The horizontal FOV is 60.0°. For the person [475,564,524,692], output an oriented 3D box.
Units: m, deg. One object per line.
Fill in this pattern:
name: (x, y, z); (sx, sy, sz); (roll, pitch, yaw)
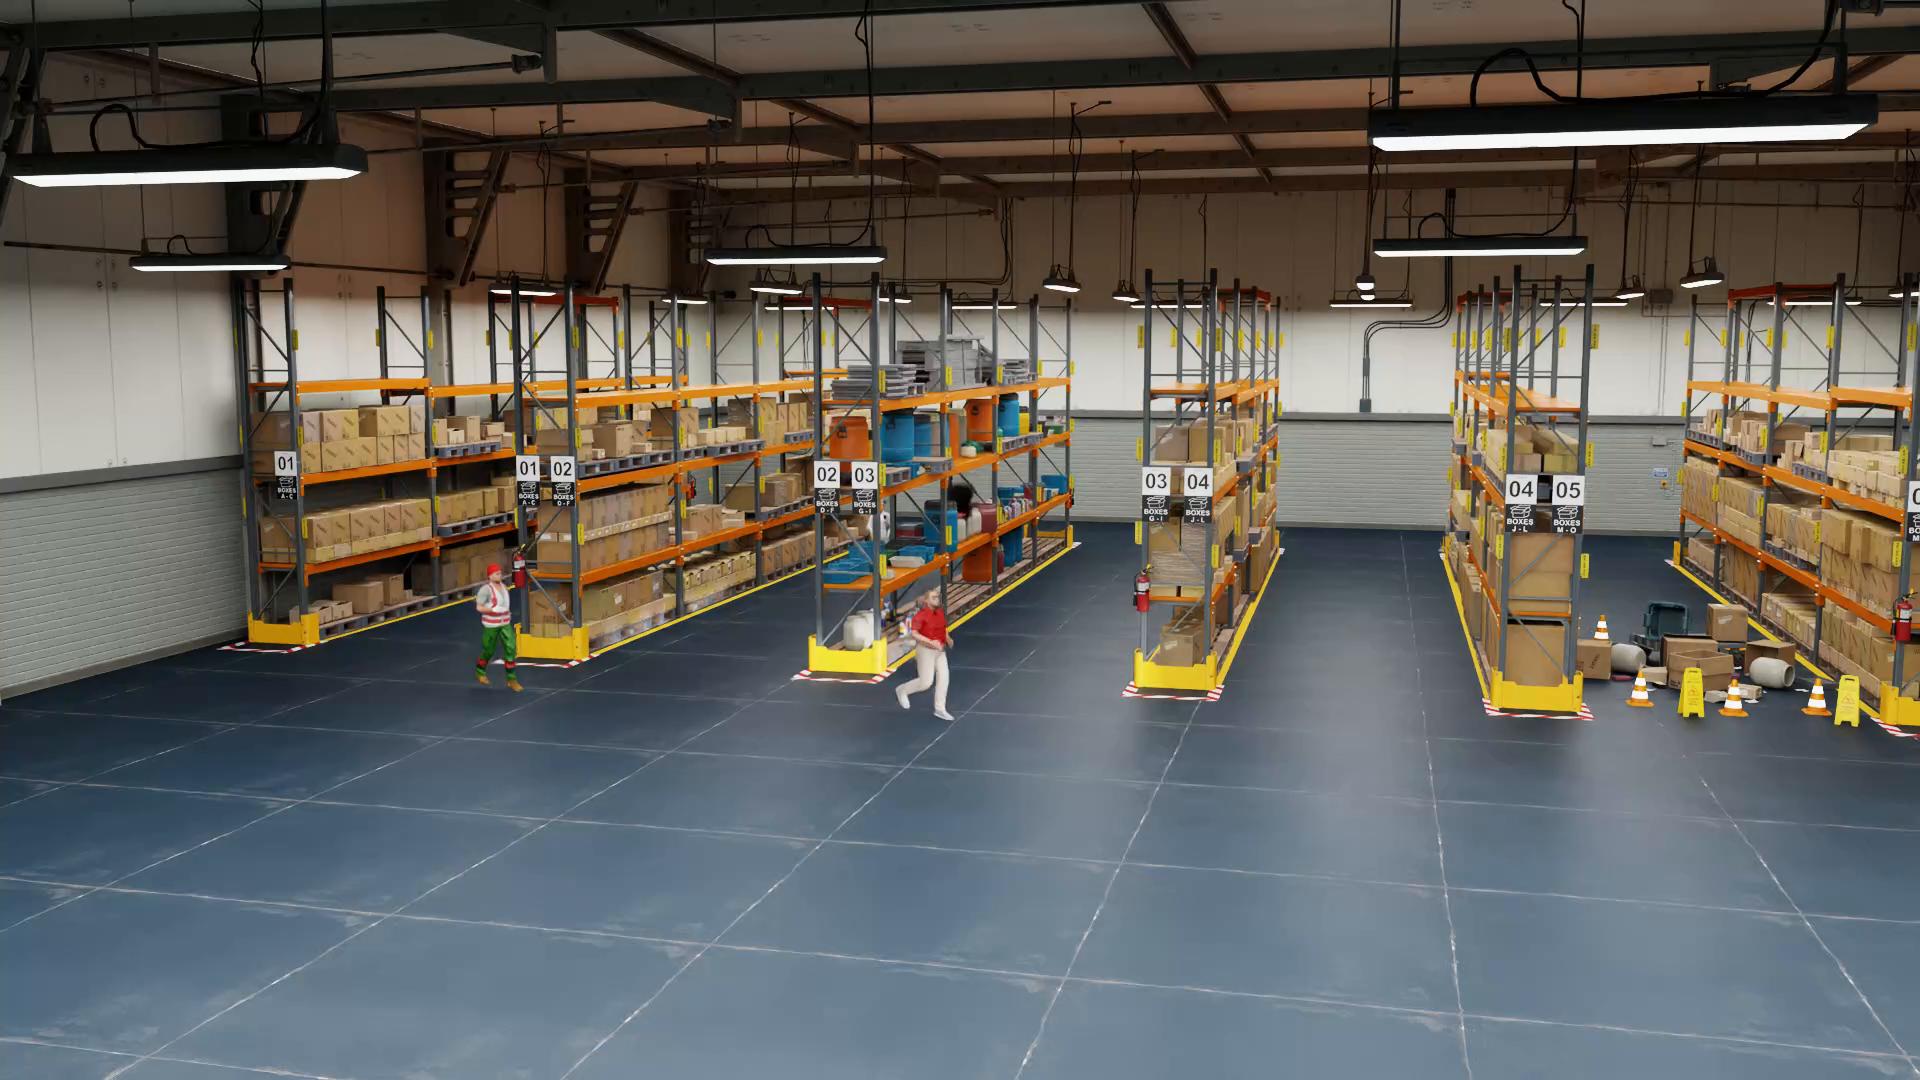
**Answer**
person: (-6.672, 1.246, 23.824); (0.881, 1.823, 0.637); (5, 9, 37)

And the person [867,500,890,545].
person: (-1.694, -0.048, 35.265); (0.605, 1.653, 0.550); (1, 7, 6)

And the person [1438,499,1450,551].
person: (11.743, -0.535, 39.401); (0.872, 1.599, 0.529); (-3, 7, -22)

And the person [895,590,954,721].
person: (-0.420, 1.517, 22.187); (0.870, 1.732, 0.671); (6, 9, 41)
